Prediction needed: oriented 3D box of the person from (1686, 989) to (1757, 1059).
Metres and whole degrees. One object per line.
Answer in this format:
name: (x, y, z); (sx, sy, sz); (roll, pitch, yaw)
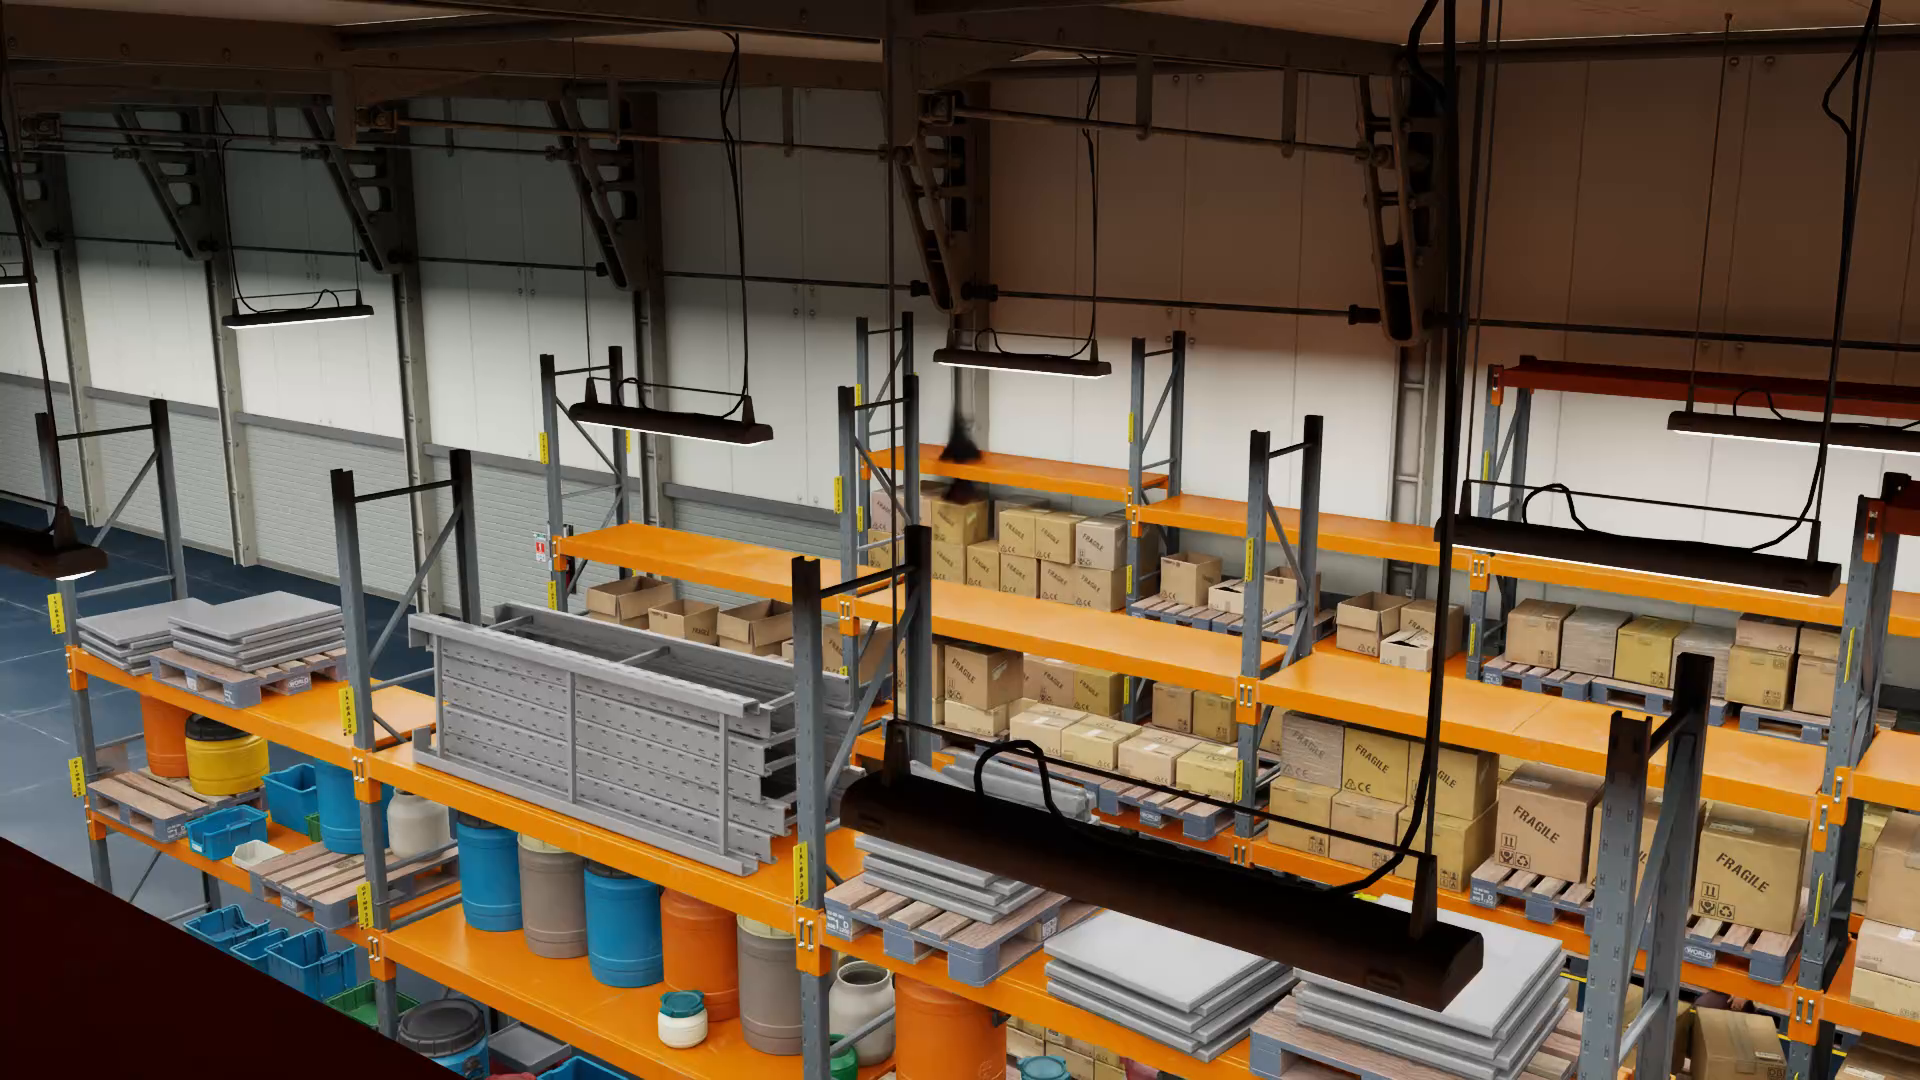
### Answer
person: (6.634, 4.051, 14.393); (1.059, 1.569, 0.710); (6, 14, 23)

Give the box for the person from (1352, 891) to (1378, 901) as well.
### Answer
person: (3.684, 3.759, 15.233); (0.798, 1.714, 0.694); (12, 18, 42)
